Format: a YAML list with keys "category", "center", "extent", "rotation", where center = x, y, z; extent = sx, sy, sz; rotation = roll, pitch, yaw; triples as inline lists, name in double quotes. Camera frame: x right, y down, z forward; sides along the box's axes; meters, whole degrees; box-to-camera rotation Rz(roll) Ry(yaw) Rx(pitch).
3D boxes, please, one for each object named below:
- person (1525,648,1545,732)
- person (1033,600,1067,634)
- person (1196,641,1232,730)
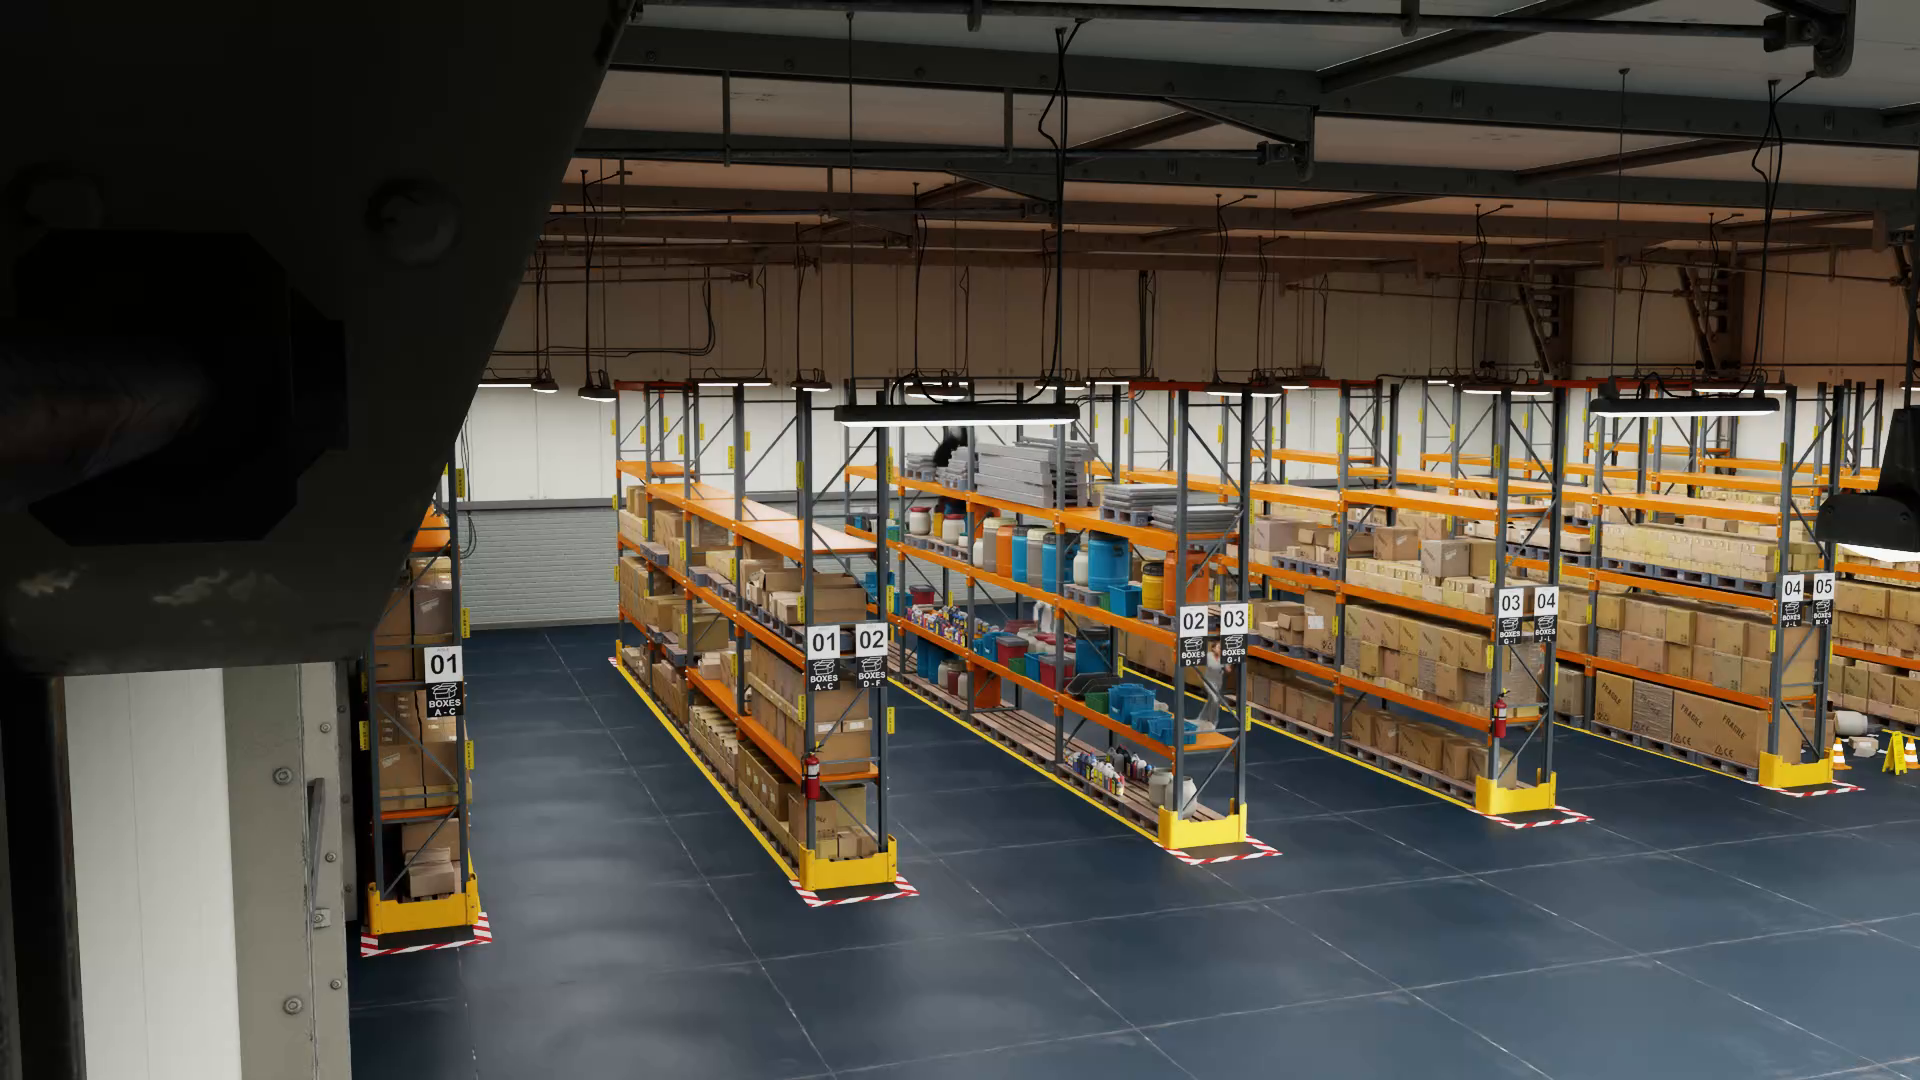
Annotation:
- category: "person"
  center: [9.802, 2.436, 28.977]
  extent: [0.739, 1.702, 0.845]
  rotation: [-1, 6, -9]
- category: "person"
  center: [1.883, 1.821, 34.834]
  extent: [0.701, 1.711, 0.794]
  rotation: [-2, 6, -20]
- category: "person"
  center: [4.327, 2.498, 28.562]
  extent: [0.559, 1.635, 0.899]
  rotation: [-2, 6, -21]
